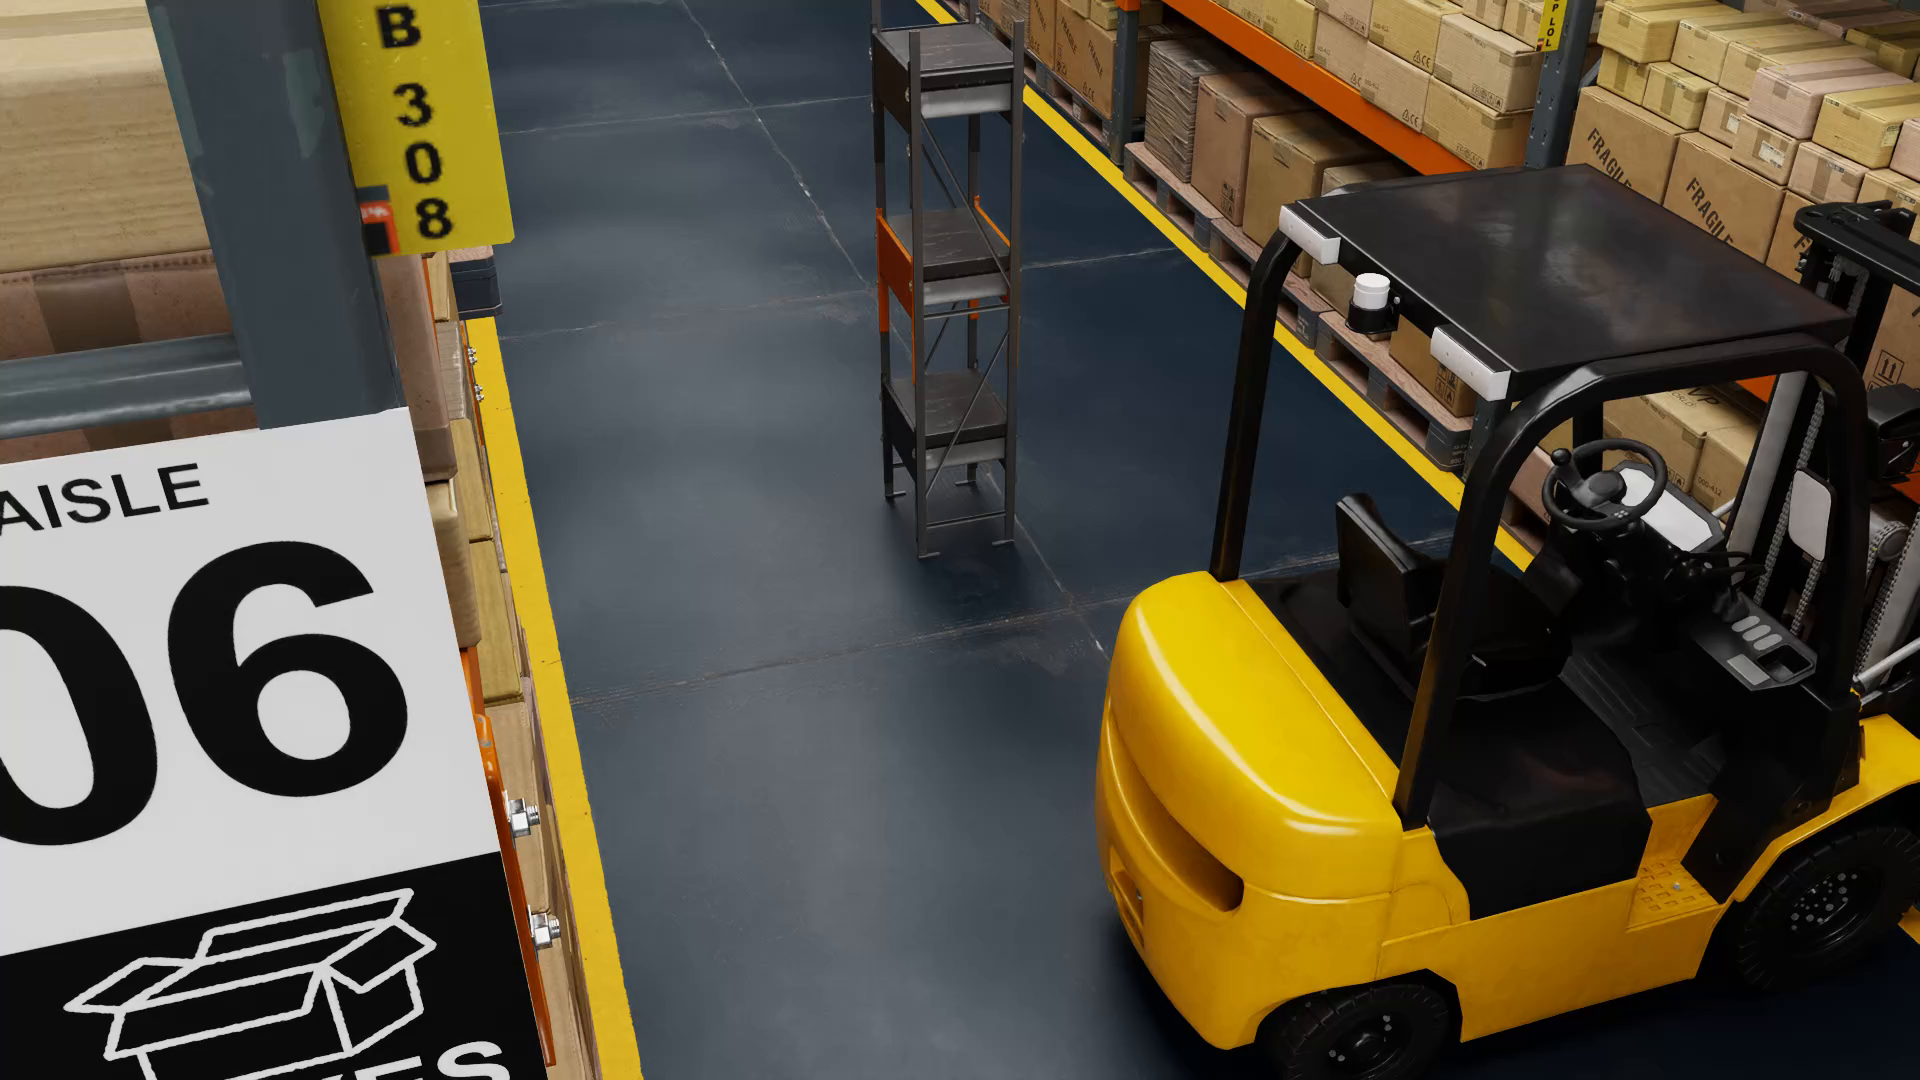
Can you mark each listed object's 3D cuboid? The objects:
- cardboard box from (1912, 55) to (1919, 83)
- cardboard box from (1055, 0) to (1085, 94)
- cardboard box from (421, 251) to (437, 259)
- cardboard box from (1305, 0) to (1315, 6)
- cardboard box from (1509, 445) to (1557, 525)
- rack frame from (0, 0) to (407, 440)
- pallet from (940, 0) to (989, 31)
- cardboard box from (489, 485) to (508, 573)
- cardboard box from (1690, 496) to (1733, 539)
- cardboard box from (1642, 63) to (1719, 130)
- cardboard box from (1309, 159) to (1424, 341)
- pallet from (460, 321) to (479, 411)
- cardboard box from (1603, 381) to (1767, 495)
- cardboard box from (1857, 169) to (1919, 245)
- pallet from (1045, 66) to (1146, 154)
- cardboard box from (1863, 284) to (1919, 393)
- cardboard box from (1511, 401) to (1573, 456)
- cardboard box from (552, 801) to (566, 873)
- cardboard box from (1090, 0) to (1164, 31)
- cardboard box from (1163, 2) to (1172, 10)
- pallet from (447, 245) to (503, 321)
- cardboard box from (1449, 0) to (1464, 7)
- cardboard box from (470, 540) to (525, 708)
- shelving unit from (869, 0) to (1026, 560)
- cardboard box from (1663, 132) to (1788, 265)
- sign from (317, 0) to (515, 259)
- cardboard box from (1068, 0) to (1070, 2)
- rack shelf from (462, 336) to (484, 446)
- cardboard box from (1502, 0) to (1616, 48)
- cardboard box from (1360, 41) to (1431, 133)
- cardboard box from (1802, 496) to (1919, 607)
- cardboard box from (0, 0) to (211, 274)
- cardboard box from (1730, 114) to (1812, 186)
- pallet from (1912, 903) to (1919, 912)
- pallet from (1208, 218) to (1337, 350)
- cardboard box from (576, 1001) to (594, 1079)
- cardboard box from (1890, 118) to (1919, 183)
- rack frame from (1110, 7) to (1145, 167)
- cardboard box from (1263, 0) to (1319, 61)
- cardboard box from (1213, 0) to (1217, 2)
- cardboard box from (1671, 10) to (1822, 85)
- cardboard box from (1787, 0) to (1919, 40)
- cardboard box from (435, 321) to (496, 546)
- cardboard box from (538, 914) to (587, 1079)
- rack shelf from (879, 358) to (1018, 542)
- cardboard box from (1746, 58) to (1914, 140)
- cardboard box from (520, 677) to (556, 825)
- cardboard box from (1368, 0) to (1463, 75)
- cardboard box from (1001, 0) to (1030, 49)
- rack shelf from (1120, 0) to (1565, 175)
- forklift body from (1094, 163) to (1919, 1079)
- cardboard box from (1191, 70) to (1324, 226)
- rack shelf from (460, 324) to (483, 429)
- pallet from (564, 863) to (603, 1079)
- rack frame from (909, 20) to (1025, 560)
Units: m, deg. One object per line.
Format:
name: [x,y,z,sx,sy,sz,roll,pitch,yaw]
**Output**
cardboard box: [3.295,-1.481,5.321,0.380,0.149,0.250,-11,35,-16]
cardboard box: [0.947,-3.240,10.819,0.500,0.500,0.500,-11,35,-15]
cardboard box: [-0.906,-0.508,1.944,0.500,0.250,0.500,-11,35,-15]
cardboard box: [1.800,-2.724,7.835,0.500,0.250,0.500,-10,35,-14]
cardboard box: [2.476,-0.276,6.560,0.500,0.250,0.500,-10,35,-14]
rack frame: [-0.862,-1.123,0.288,1.000,3.000,0.127,-10,35,-15]
pallet: [0.487,-4.173,12.874,1.003,0.211,1.213,-10,35,-15]
cardboard box: [-1.646,0.204,5.153,0.500,0.500,0.500,-10,35,-15]
cardboard box: [2.795,0.042,5.625,0.500,0.250,0.500,-10,35,-15]
cardboard box: [2.571,-1.522,5.654,0.380,0.149,0.250,-9,35,-14]
cardboard box: [2.244,-1.423,7.955,0.875,0.625,0.625,-10,35,-15]
pallet: [-2.697,-0.607,7.478,1.003,0.211,1.213,-10,35,-15]
cardboard box: [2.639,-0.426,5.879,0.500,0.250,0.500,-10,35,-15]
cardboard box: [2.853,-0.981,4.835,0.380,0.149,0.250,-11,35,-16]
pallet: [1.232,-2.892,10.936,1.003,0.211,1.213,-10,35,-15]
cardboard box: [2.994,-0.518,4.723,0.500,0.500,0.500,-10,35,-14]
cardboard box: [2.497,-0.488,6.427,0.500,0.250,0.500,-10,35,-15]
cardboard box: [-1.474,0.794,4.940,0.500,0.250,0.500,-11,35,-16]
cardboard box: [1.031,-3.277,10.287,0.380,0.149,0.250,-12,35,-17]
cardboard box: [1.431,-3.319,10.939,0.500,0.500,0.500,-10,35,-15]
pallet: [-2.177,-1.066,5.817,1.003,0.211,1.213,-10,35,-15]
cardboard box: [2.207,-2.281,6.803,0.380,0.149,0.250,-10,35,-15]
cardboard box: [-1.060,0.380,3.094,0.500,0.500,0.500,-11,35,-16]
shelving unit: [-0.050,-0.963,6.303,0.431,2.100,0.503,-10,35,-15]
cardboard box: [2.705,-1.051,5.530,0.500,0.500,0.500,-9,35,-14]
sign: [-0.346,-0.328,1.012,0.100,0.325,0.005,-10,35,-15]
cardboard box: [0.880,-3.561,10.716,0.380,0.149,0.250,-11,35,-16]
rack shelf: [-1.472,0.630,3.729,1.077,0.370,4.000,-10,35,-15]
cardboard box: [2.328,-2.012,6.394,0.380,0.149,0.250,-9,34,-13]
cardboard box: [2.082,-1.978,7.159,0.500,0.250,0.500,-10,35,-15]
cardboard box: [2.954,0.111,5.068,0.500,0.250,0.500,-11,35,-16]
cardboard box: [-0.777,-0.321,1.298,0.380,0.149,0.250,-10,35,-15]
cardboard box: [2.681,-1.248,5.239,0.380,0.149,0.250,-9,35,-14]
pallet: [3.222,0.672,5.541,1.003,0.211,1.213,-10,35,-15]
pallet: [2.006,-1.416,8.701,1.003,0.211,1.213,-10,35,-15]
cardboard box: [-1.017,1.282,3.521,0.500,0.500,0.500,-11,35,-17]
cardboard box: [2.927,-1.113,4.765,0.380,0.149,0.250,-10,35,-15]
rack frame: [1.423,-3.657,9.564,1.000,3.000,0.127,-10,35,-15]
cardboard box: [1.795,-2.514,7.970,0.500,0.250,0.500,-9,34,-13]
cardboard box: [1.475,-3.056,8.790,0.500,0.250,0.500,-11,35,-16]
cardboard box: [2.641,-1.657,5.588,0.380,0.149,0.250,-9,35,-14]
cardboard box: [3.066,-1.738,5.711,0.380,0.149,0.250,-11,35,-16]
cardboard box: [-1.384,-0.154,3.902,0.500,0.500,0.500,-9,35,-13]
cardboard box: [-0.743,0.918,2.279,0.500,0.500,0.500,-11,35,-15]
rack shelf: [-0.050,-0.368,6.696,0.431,0.518,0.480,-10,35,-15]
cardboard box: [2.691,-1.370,5.153,0.380,0.149,0.250,-9,35,-14]
cardboard box: [-1.333,0.738,4.345,0.500,0.500,0.500,-8,34,-12]
cardboard box: [2.086,-2.187,7.021,0.500,0.250,0.500,-11,35,-16]
cardboard box: [0.609,-3.784,11.642,0.500,0.500,0.500,-11,35,-16]
rack shelf: [2.033,-2.307,8.173,1.077,0.370,4.000,-10,35,-15]
forklift body: [1.548,0.208,4.484,2.313,2.155,1.214,-10,35,-15]
cardboard box: [1.807,-2.170,9.087,0.875,0.625,0.625,-9,34,-13]
rack shelf: [-2.693,-1.471,6.907,1.077,0.370,4.000,-10,35,-15]
pallet: [-1.468,1.431,4.393,1.003,0.211,1.213,-10,35,-15]
rack frame: [0.024,-0.835,6.109,0.400,2.100,0.015,-10,35,-15]
